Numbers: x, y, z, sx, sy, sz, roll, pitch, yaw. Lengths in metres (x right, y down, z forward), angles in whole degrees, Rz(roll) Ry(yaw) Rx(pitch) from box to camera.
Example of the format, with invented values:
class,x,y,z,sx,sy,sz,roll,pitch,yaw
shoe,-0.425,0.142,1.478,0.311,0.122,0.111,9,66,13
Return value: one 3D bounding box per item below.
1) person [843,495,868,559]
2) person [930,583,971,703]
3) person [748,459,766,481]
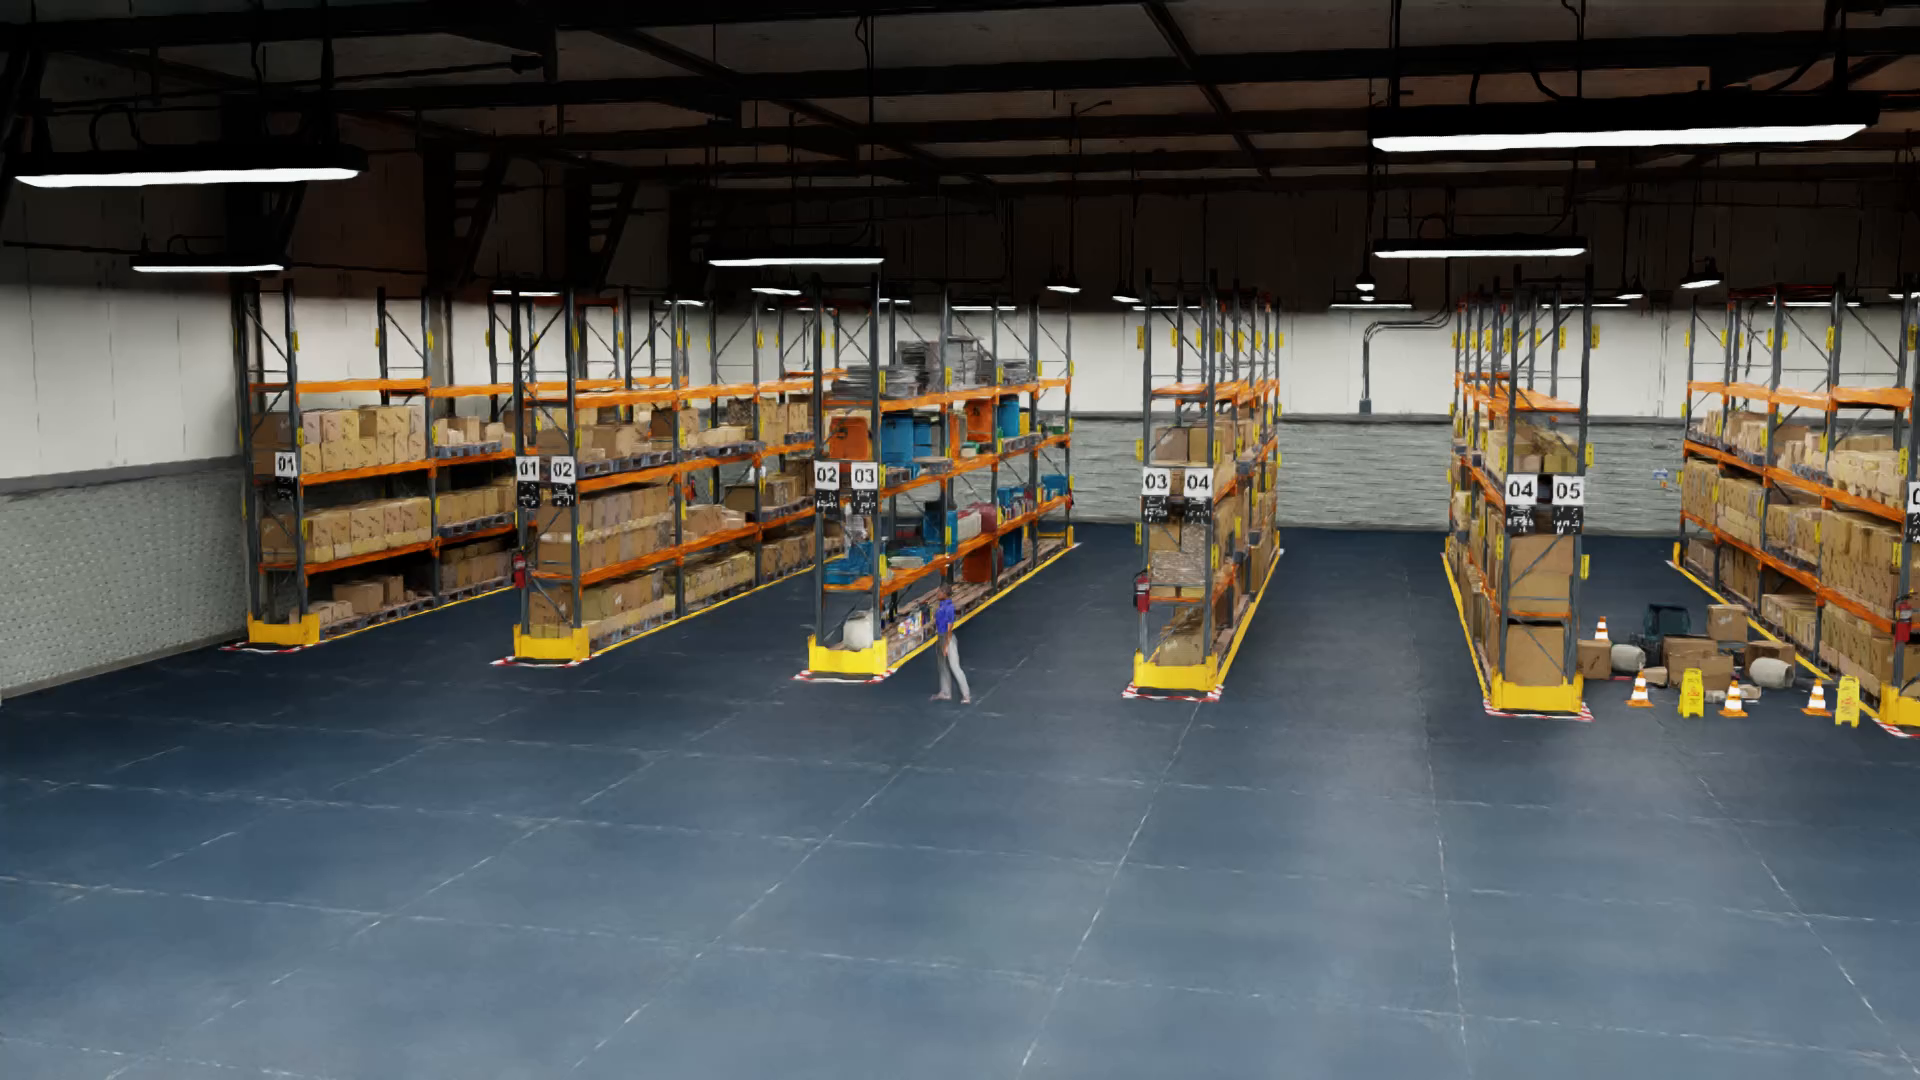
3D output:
class,x,y,z,sx,sy,sz,roll,pitch,yaw
person,-2.317,-0.249,36.650,0.563,1.707,1.127,1,7,12
person,-0.121,1.425,23.122,0.494,1.650,0.663,-2,7,-16
person,-5.707,-1.419,46.257,0.769,1.773,0.516,-4,8,-31
